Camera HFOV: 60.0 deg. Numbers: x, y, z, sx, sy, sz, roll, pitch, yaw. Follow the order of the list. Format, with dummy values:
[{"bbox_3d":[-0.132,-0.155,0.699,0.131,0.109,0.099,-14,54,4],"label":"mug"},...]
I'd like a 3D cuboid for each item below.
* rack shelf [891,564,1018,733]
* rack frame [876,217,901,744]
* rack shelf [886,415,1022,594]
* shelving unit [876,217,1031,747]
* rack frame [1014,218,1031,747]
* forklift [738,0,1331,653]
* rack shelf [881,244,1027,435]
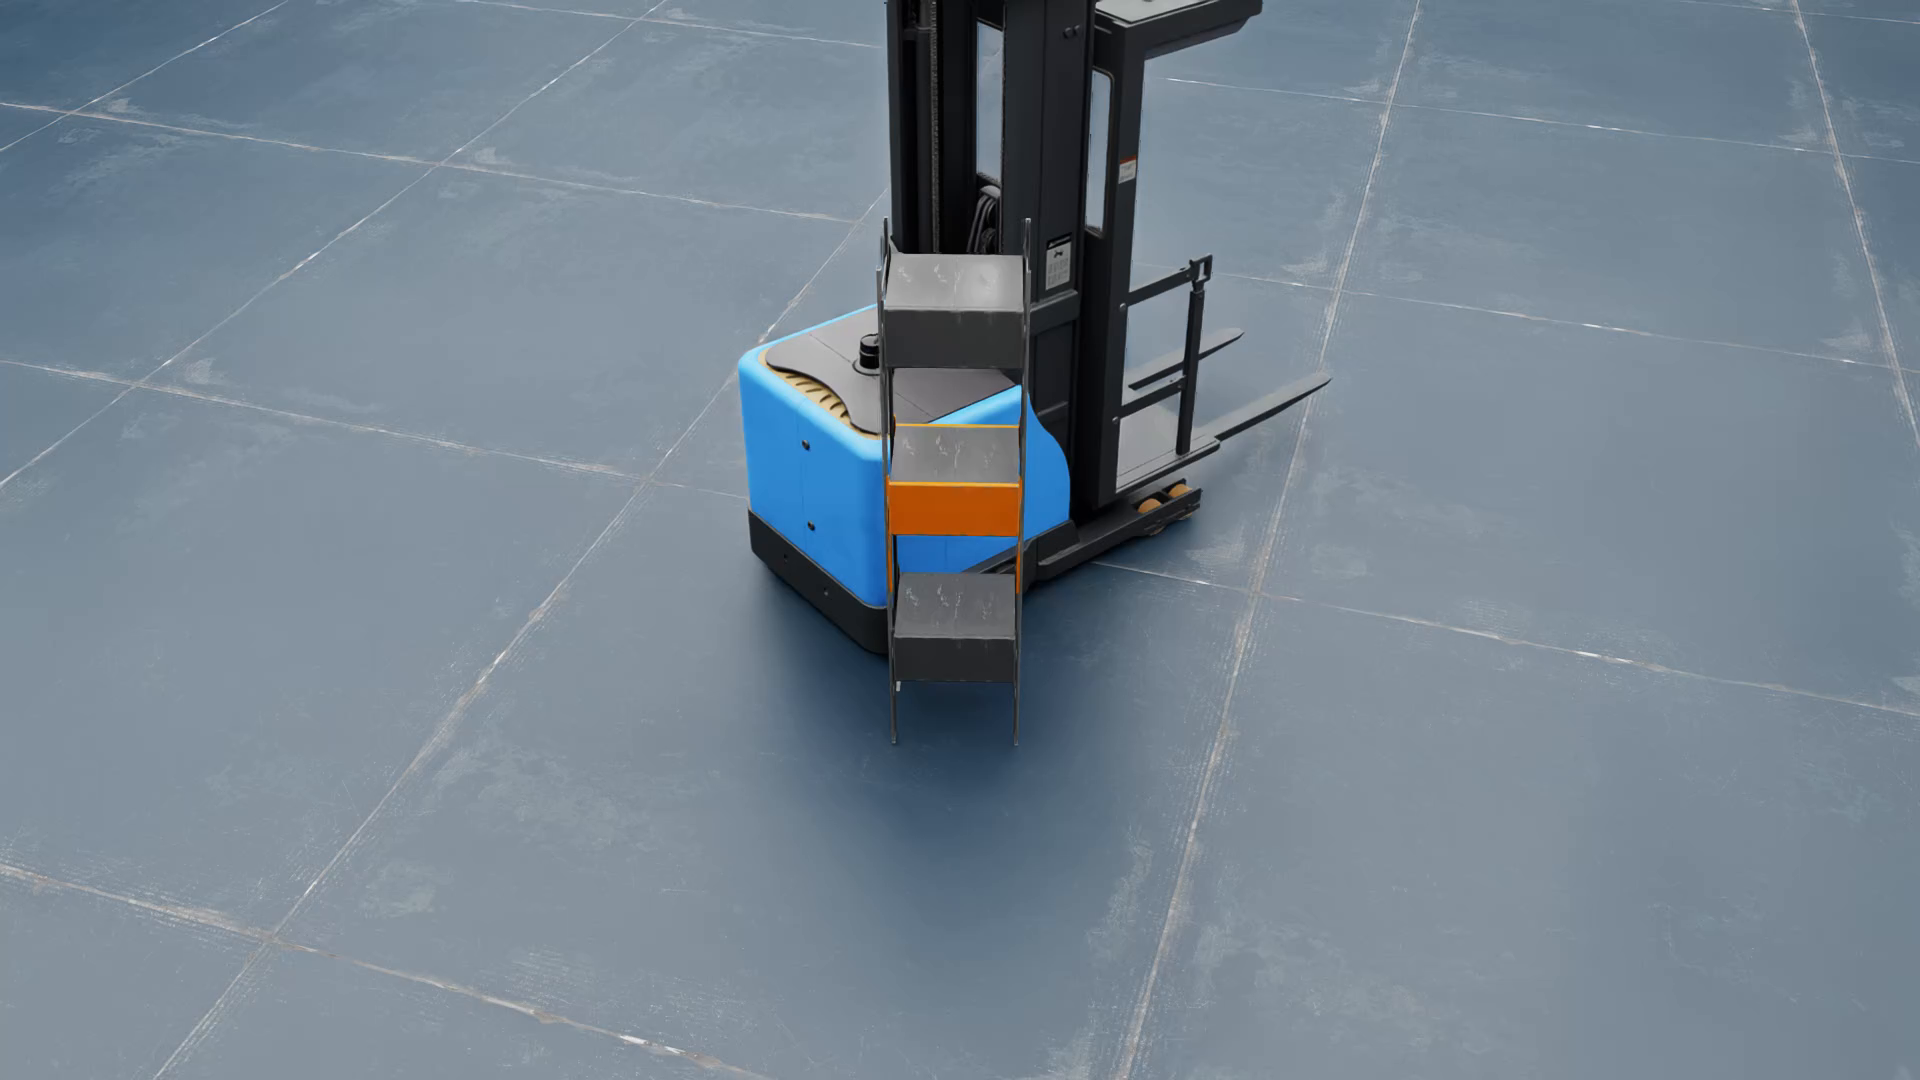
[{"bbox_3d":[-0.016,0.431,6.597,0.480,0.518,0.431,1,36,1],"label":"rack shelf"},{"bbox_3d":[-0.260,-0.148,6.180,0.015,2.100,0.400,1,36,1],"label":"rack frame"},{"bbox_3d":[-0.016,-0.133,6.182,0.480,0.518,0.431,1,36,1],"label":"rack shelf"},{"bbox_3d":[-0.016,-0.144,6.174,0.503,2.100,0.431,1,36,1],"label":"shelving unit"},{"bbox_3d":[0.228,-0.140,6.169,0.015,2.100,0.400,1,36,1],"label":"rack frame"},{"bbox_3d":[0.514,-1.425,7.213,3.031,2.935,1.130,-25,43,-30],"label":"forklift"},{"bbox_3d":[-0.016,-0.697,5.768,0.480,0.518,0.431,1,36,1],"label":"rack shelf"}]
